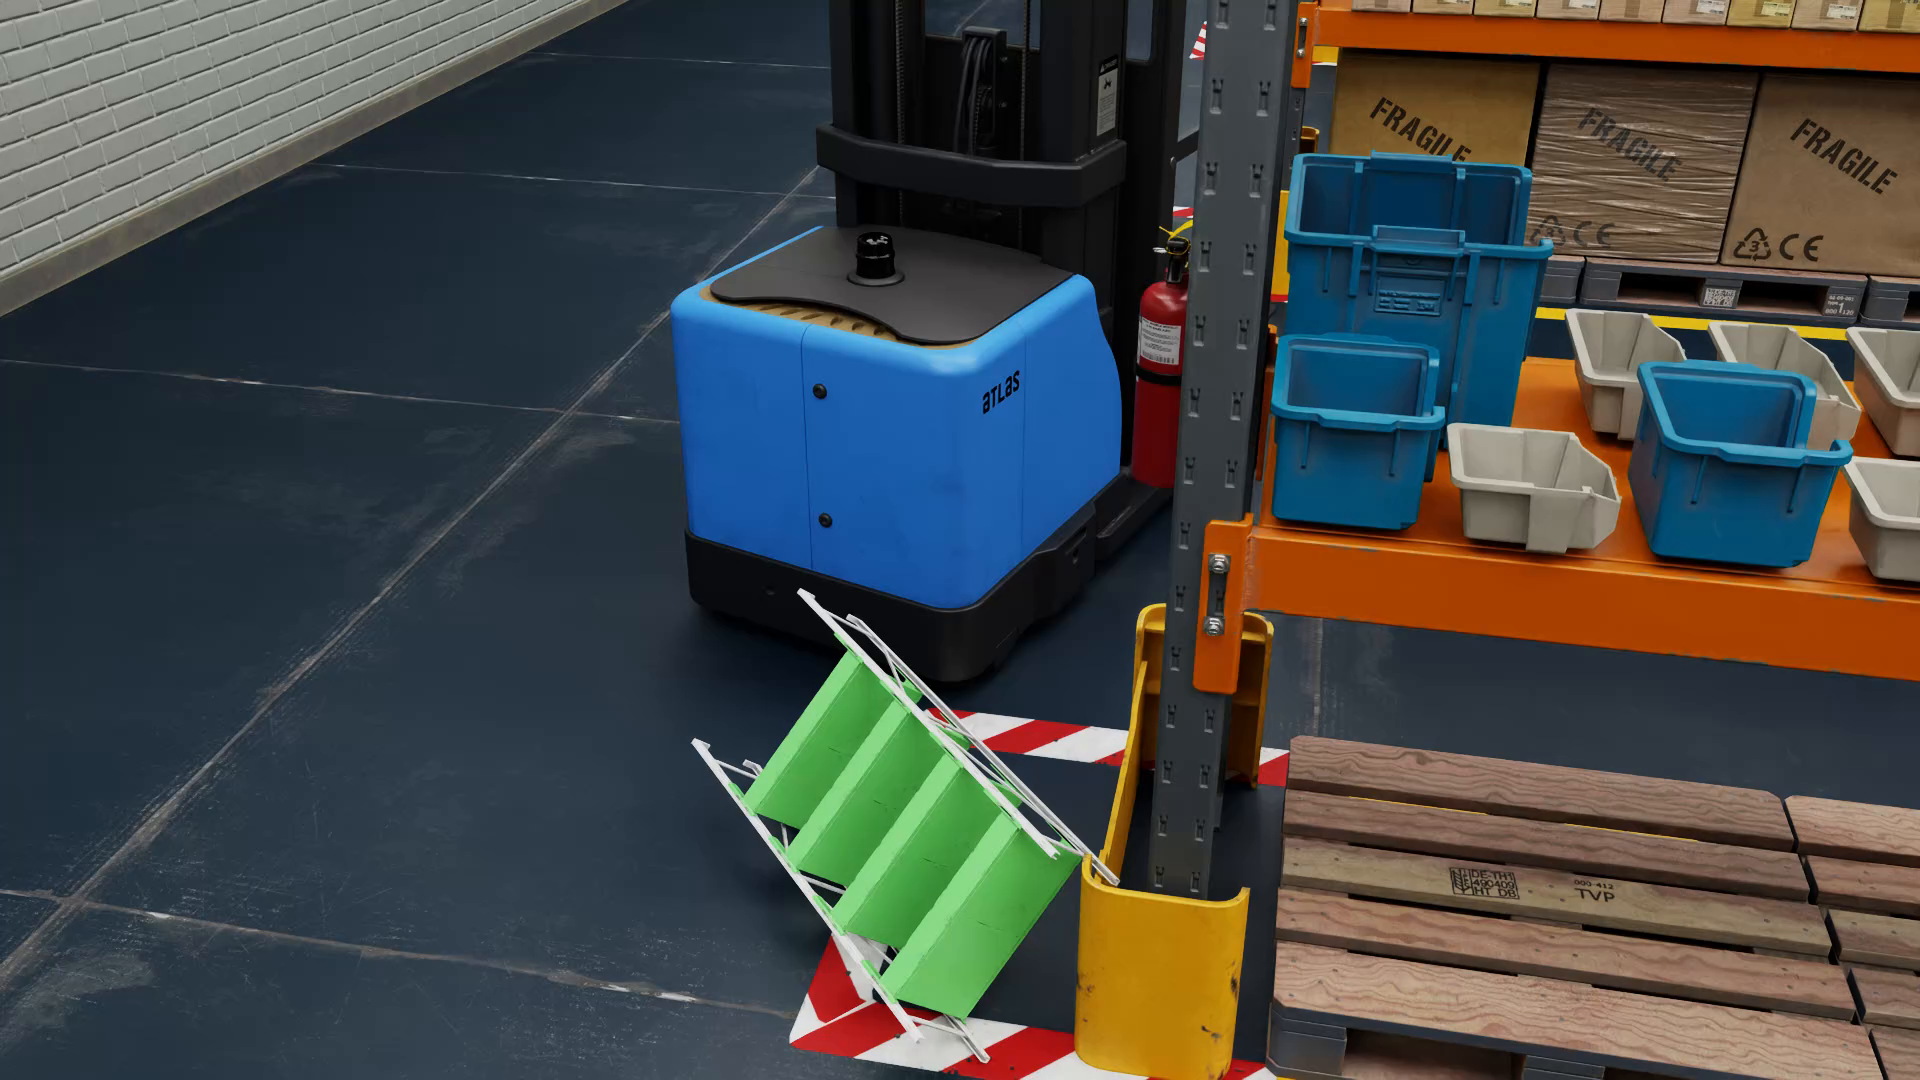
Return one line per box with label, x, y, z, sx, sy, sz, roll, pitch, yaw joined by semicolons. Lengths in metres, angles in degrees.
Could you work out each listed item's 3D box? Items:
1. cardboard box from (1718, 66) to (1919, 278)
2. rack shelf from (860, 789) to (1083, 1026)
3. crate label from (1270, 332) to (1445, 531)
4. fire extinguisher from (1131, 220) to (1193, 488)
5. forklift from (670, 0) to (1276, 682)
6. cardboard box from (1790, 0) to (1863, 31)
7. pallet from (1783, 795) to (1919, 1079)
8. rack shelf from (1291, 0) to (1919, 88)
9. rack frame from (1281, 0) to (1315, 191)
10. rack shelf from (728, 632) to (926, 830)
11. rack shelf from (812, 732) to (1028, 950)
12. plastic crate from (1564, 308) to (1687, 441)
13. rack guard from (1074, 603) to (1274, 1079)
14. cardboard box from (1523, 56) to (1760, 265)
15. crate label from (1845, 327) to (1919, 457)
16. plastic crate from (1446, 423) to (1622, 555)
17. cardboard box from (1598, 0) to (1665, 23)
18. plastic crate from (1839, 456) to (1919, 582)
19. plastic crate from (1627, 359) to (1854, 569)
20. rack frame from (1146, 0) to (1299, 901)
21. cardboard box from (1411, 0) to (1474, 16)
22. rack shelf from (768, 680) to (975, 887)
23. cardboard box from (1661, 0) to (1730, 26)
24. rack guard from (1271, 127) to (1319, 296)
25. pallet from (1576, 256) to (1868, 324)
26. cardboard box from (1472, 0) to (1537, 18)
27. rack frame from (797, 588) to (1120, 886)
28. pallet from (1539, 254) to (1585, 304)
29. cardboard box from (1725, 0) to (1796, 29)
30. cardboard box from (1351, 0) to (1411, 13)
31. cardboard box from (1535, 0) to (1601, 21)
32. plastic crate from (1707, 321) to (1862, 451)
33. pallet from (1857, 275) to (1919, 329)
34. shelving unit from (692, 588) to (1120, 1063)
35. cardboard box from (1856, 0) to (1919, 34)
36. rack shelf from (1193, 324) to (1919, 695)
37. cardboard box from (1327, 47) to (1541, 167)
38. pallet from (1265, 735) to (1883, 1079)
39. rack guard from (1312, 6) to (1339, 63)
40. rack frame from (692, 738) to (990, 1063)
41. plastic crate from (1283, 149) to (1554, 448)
cardboard box;3.995;-1.798;7.686;0.875;0.875;0.875;6;29;11
rack shelf;0.034;0.818;3.687;0.258;0.480;0.148;31;6;-42
crate label;0.730;-0.200;3.104;0.303;0.233;0.416;6;29;11
fire extinguisher;0.505;-0.458;3.931;0.183;0.674;0.296;6;29;11
forklift;0.310;-1.545;5.520;1.130;2.935;3.031;15;32;26
cardboard box;3.632;-2.273;7.040;0.250;0.149;0.380;6;29;11
pallet;2.545;1.021;3.666;1.213;0.211;1.003;6;29;11
rack shelf;3.548;-2.237;7.461;4.000;0.370;1.077;6;29;11
rack frame;1.592;-2.753;7.654;0.127;3.000;1.000;6;29;11
rack shelf;-0.335;0.505;4.221;0.258;0.480;0.148;31;6;-42
rack shelf;-0.089;0.714;3.865;0.258;0.480;0.148;31;6;-42
plastic crate;1.393;-0.341;3.461;0.243;0.136;0.396;6;29;11
rack guard;0.531;0.673;3.999;0.348;0.500;1.175;6;29;11
cardboard box;3.124;-1.887;7.849;0.875;0.875;0.875;6;29;11
crate label;1.951;-0.288;3.365;0.243;0.136;0.396;6;29;11
plastic crate;1.027;-0.087;2.997;0.298;0.136;0.250;6;29;11
cardboard box;2.875;-2.350;7.180;0.250;0.149;0.380;5;29;10
plastic crate;1.690;-0.019;2.873;0.298;0.136;0.250;6;29;11
plastic crate;1.374;-0.134;2.983;0.300;0.233;0.416;6;29;11
rack frame;0.558;-0.427;3.406;0.127;3.000;1.000;6;29;11
cardboard box;2.121;-2.427;7.321;0.250;0.149;0.380;5;29;10
rack shelf;-0.212;0.610;4.043;0.258;0.480;0.148;31;6;-42
cardboard box;3.128;-2.324;7.133;0.250;0.149;0.380;6;29;10
rack guard;1.568;-1.659;8.259;0.348;0.500;1.175;6;29;11
pallet;3.580;-1.363;8.019;1.213;0.211;1.003;6;29;11
cardboard box;2.372;-2.401;7.274;0.250;0.149;0.380;5;29;9
rack frame;-0.038;0.439;3.977;0.240;0.015;1.200;31;6;-42
pallet;2.390;-1.486;8.245;1.213;0.211;1.003;6;29;11
cardboard box;3.375;-2.298;7.086;0.250;0.149;0.380;5;29;9
cardboard box;1.870;-2.452;7.367;0.250;0.149;0.380;6;29;11
cardboard box;2.627;-2.376;7.228;0.250;0.149;0.380;5;29;10
plastic crate;1.673;-0.305;3.395;0.243;0.136;0.396;6;29;11
pallet;4.776;-1.241;7.798;1.213;0.211;1.003;6;29;11
shelving unit;-0.179;0.637;3.995;0.258;0.503;1.200;31;6;-42
cardboard box;3.880;-2.247;6.992;0.250;0.149;0.380;5;29;10
rack shelf;2.513;0.089;3.212;4.000;0.370;1.077;6;29;11
cardboard box;2.234;-1.978;8.015;0.875;0.875;0.875;6;29;11
pallet;1.356;0.897;3.891;1.213;0.211;1.003;6;29;11
rack guard;2.801;-3.968;12.477;0.348;0.500;1.175;6;29;11
rack frame;-0.320;0.836;4.014;0.240;0.015;1.200;31;6;-42
plastic crate;0.924;-0.523;3.482;0.499;0.435;0.616;6;29;11
